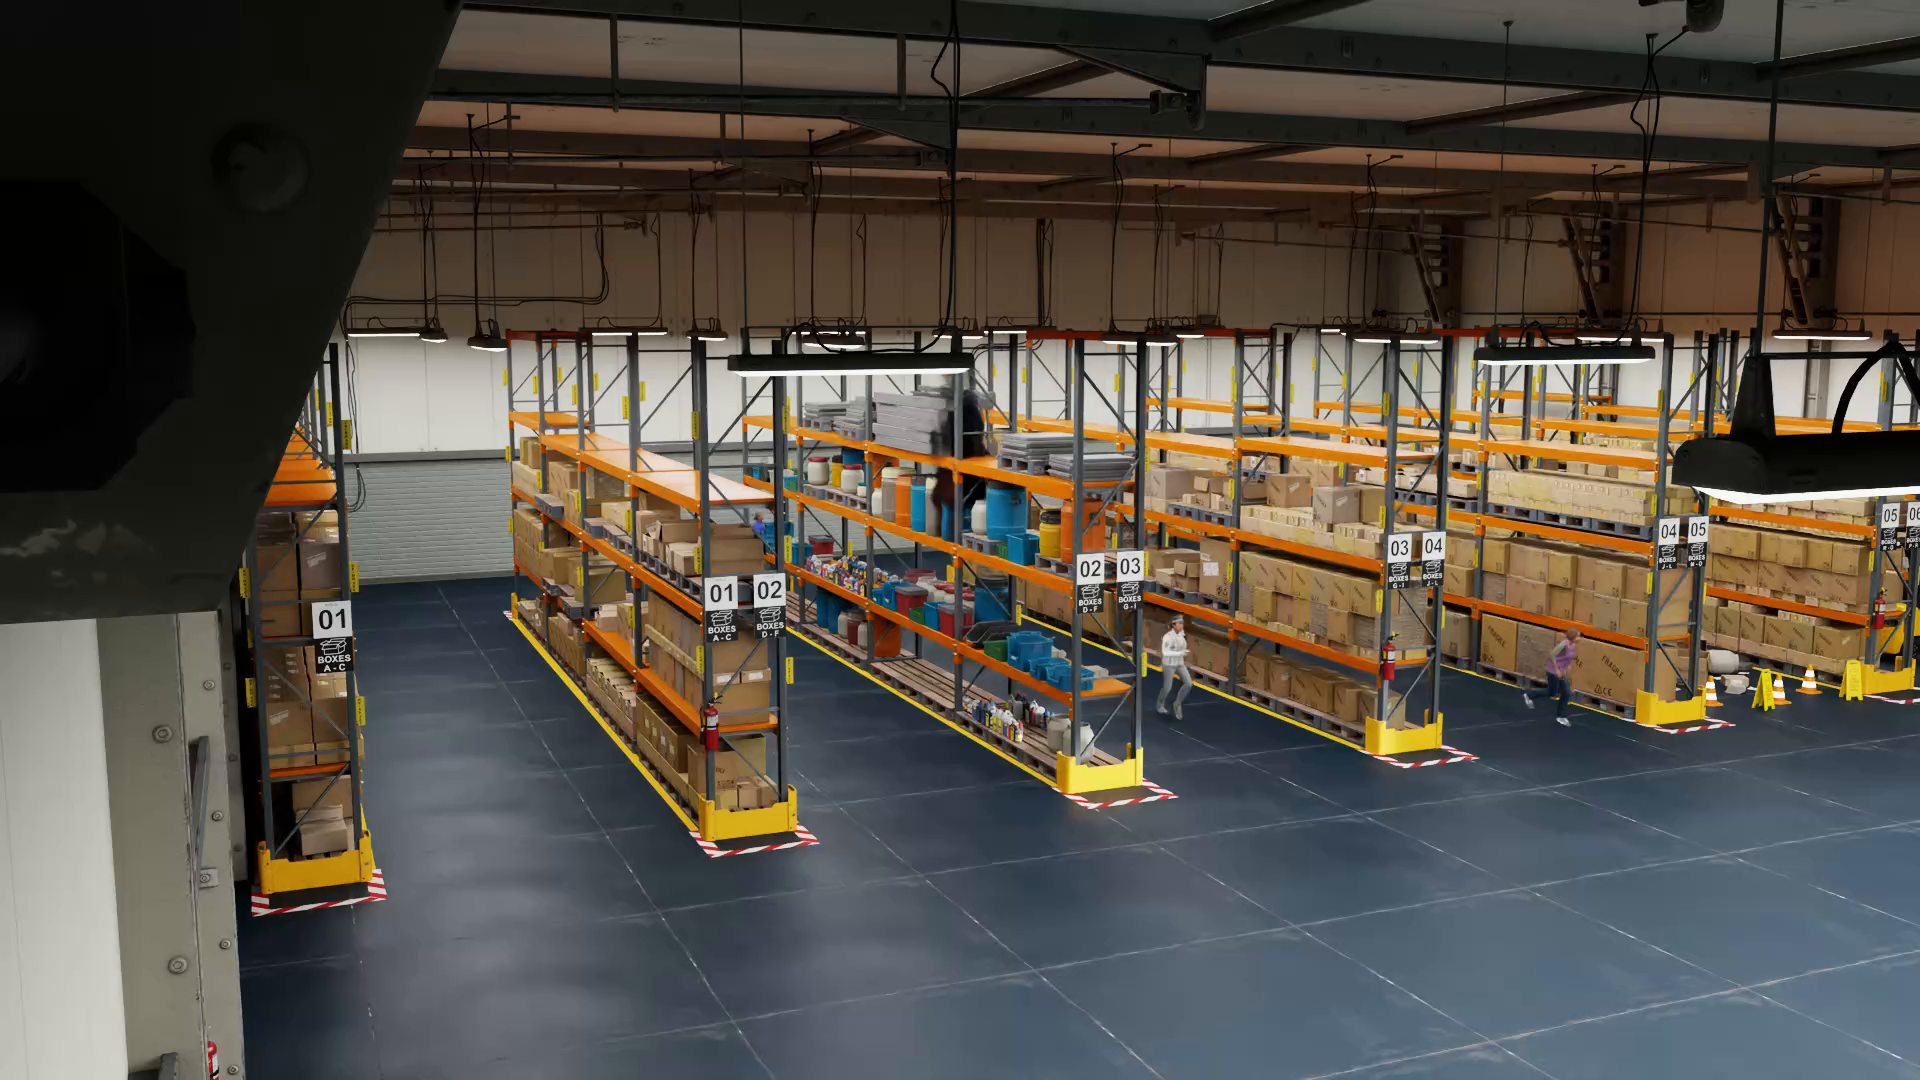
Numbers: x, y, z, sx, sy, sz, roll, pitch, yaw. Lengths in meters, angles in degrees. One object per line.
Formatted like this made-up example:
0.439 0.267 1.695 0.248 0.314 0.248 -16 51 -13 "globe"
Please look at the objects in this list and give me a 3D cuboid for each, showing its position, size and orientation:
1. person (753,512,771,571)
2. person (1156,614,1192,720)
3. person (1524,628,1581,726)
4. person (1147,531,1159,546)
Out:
-4.800 0.134 39.663 0.837 1.634 0.588 -1 8 -8 "person"
3.352 1.965 26.020 0.642 1.678 0.788 -6 10 -36 "person"
9.220 2.083 25.900 0.864 1.548 0.549 7 11 43 "person"
4.861 -0.125 41.574 0.473 1.623 0.613 -1 8 -9 "person"
